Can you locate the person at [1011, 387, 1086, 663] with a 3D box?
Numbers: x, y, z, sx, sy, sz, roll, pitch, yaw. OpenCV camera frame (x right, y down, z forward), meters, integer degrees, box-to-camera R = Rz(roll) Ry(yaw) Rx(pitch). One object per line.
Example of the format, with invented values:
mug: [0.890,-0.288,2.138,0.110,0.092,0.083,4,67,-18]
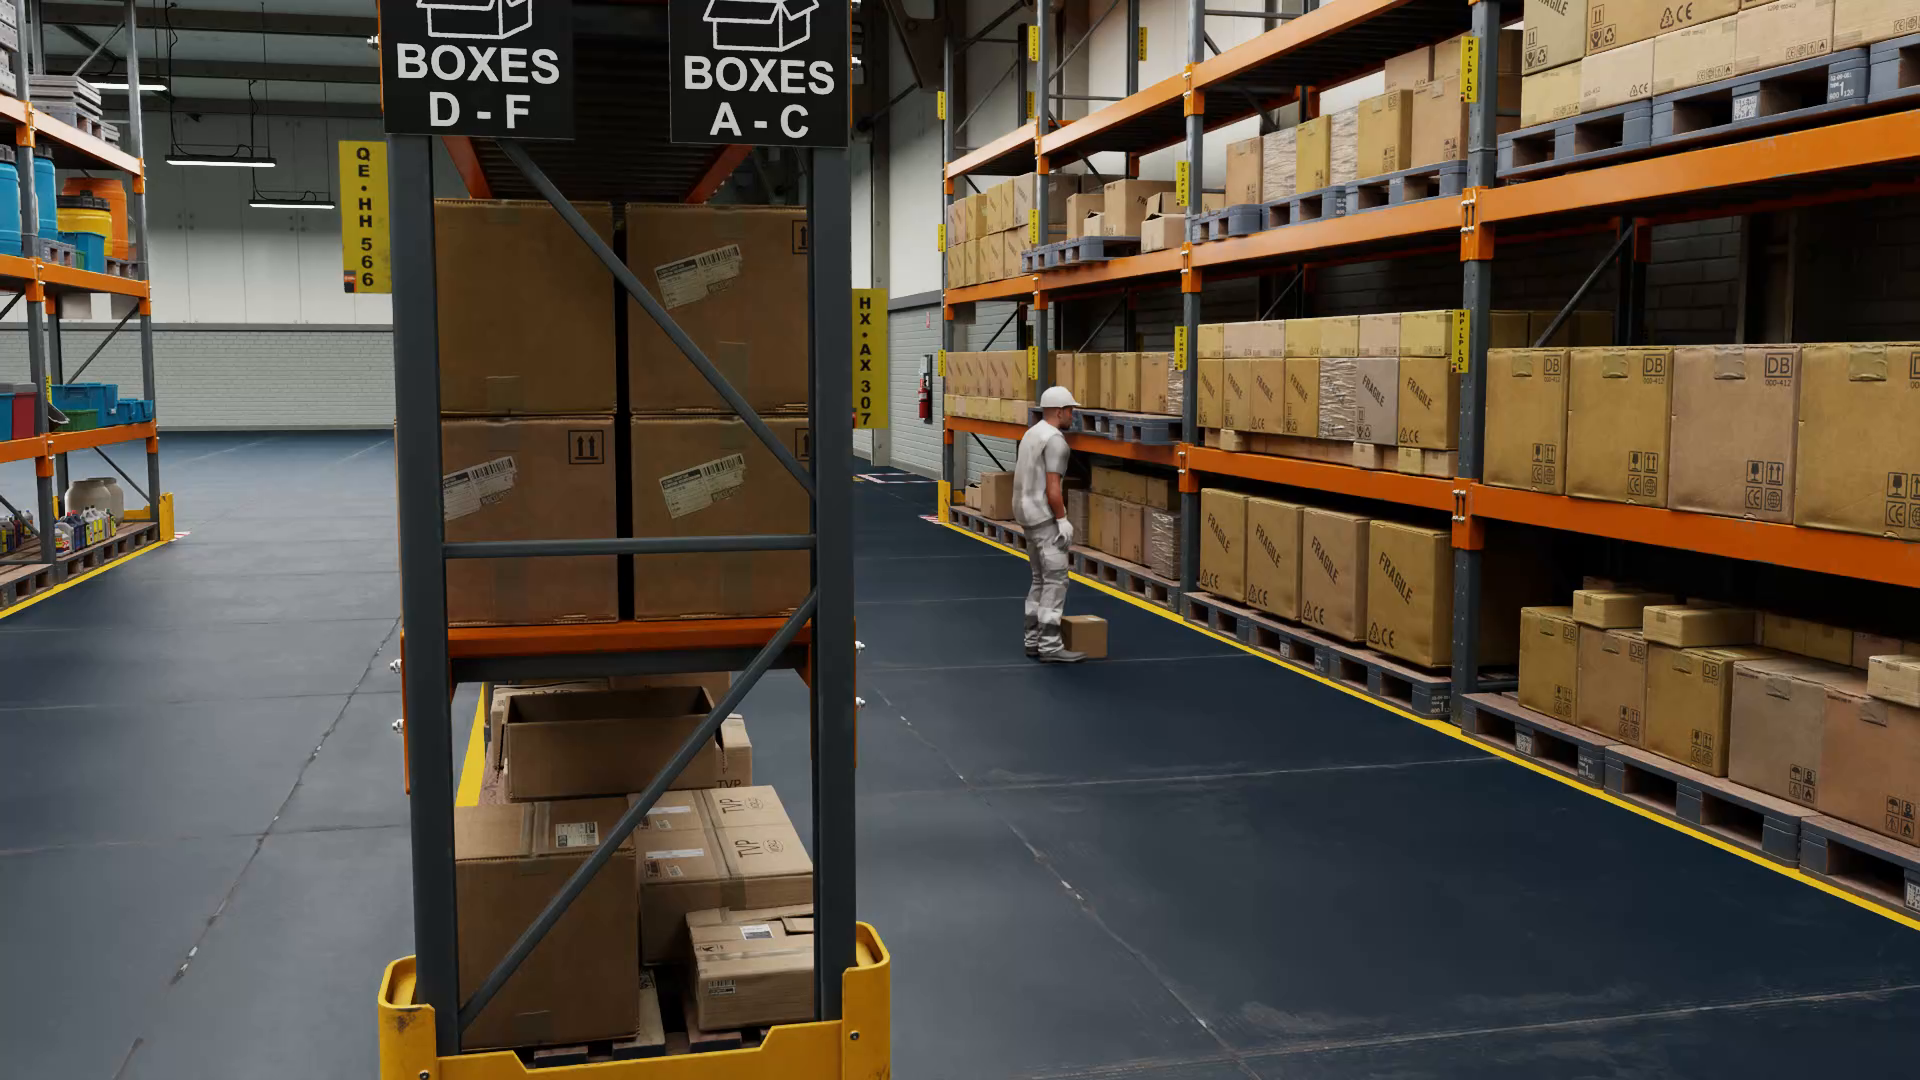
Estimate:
person: [0.585,-0.110,10.870,0.454,1.777,0.606,-2,6,-16]
